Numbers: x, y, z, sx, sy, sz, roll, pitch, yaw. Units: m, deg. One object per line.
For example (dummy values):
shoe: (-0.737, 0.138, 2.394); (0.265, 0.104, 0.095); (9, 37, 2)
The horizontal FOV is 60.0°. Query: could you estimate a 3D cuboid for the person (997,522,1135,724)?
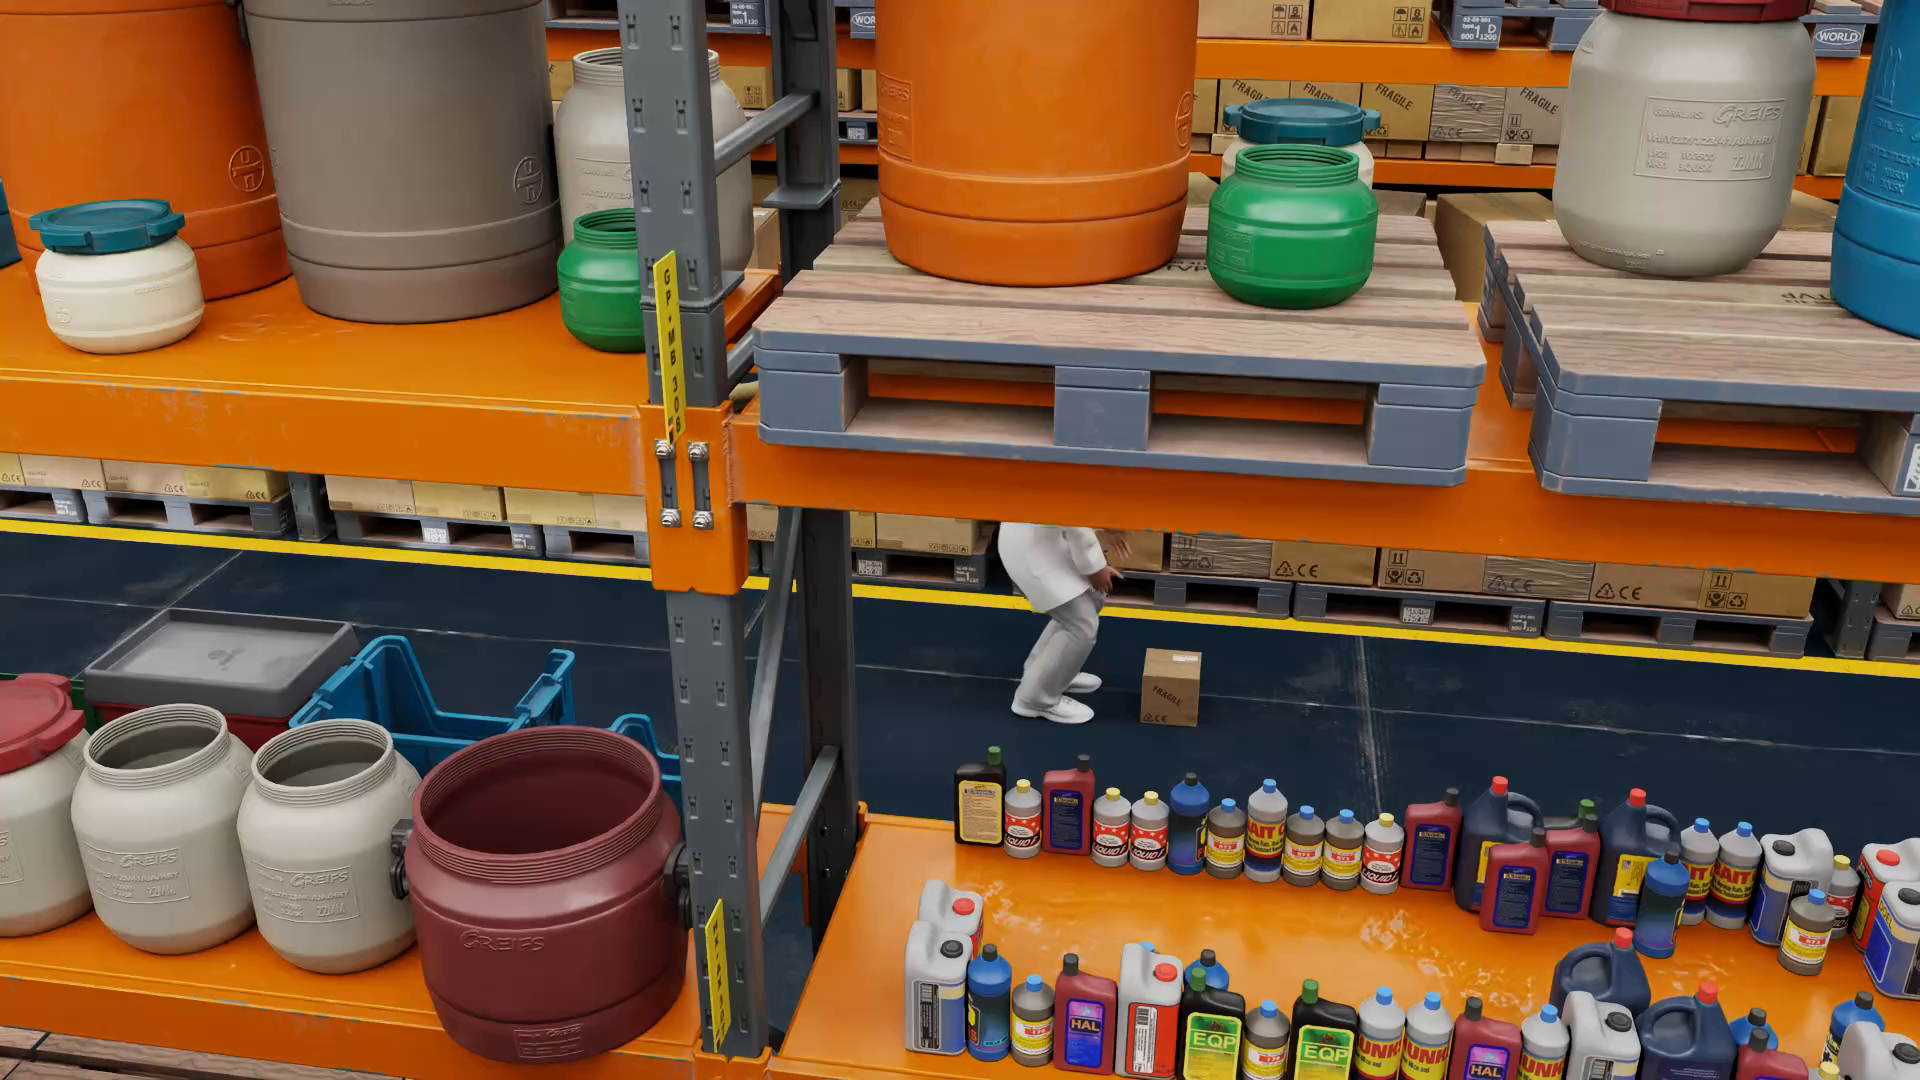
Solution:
person: (0.468, 0.010, 7.338); (0.588, 1.588, 0.623); (4, 25, 9)
